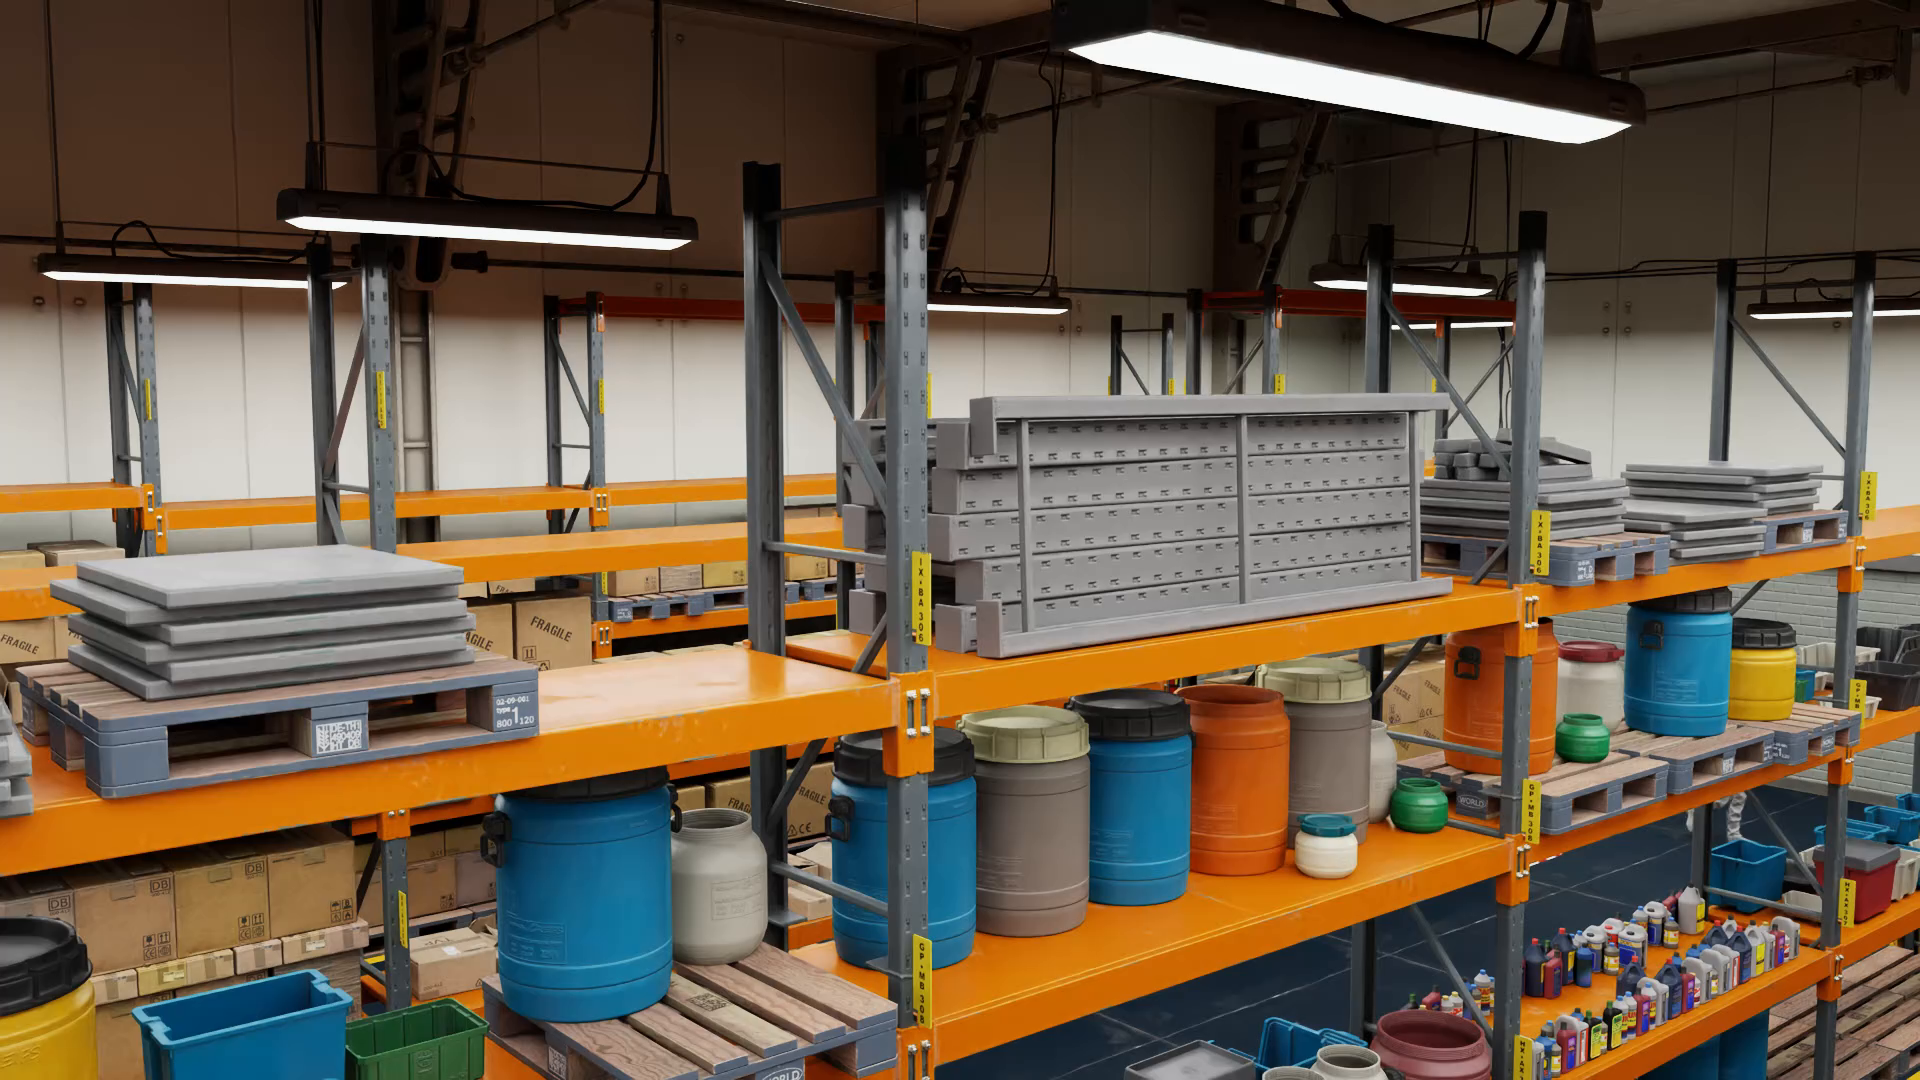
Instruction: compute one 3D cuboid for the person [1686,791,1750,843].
[{"bbox_3d":[8.498,2.493,18.503,0.616,1.776,0.680,-3,6,-28],"label":"person"}]
